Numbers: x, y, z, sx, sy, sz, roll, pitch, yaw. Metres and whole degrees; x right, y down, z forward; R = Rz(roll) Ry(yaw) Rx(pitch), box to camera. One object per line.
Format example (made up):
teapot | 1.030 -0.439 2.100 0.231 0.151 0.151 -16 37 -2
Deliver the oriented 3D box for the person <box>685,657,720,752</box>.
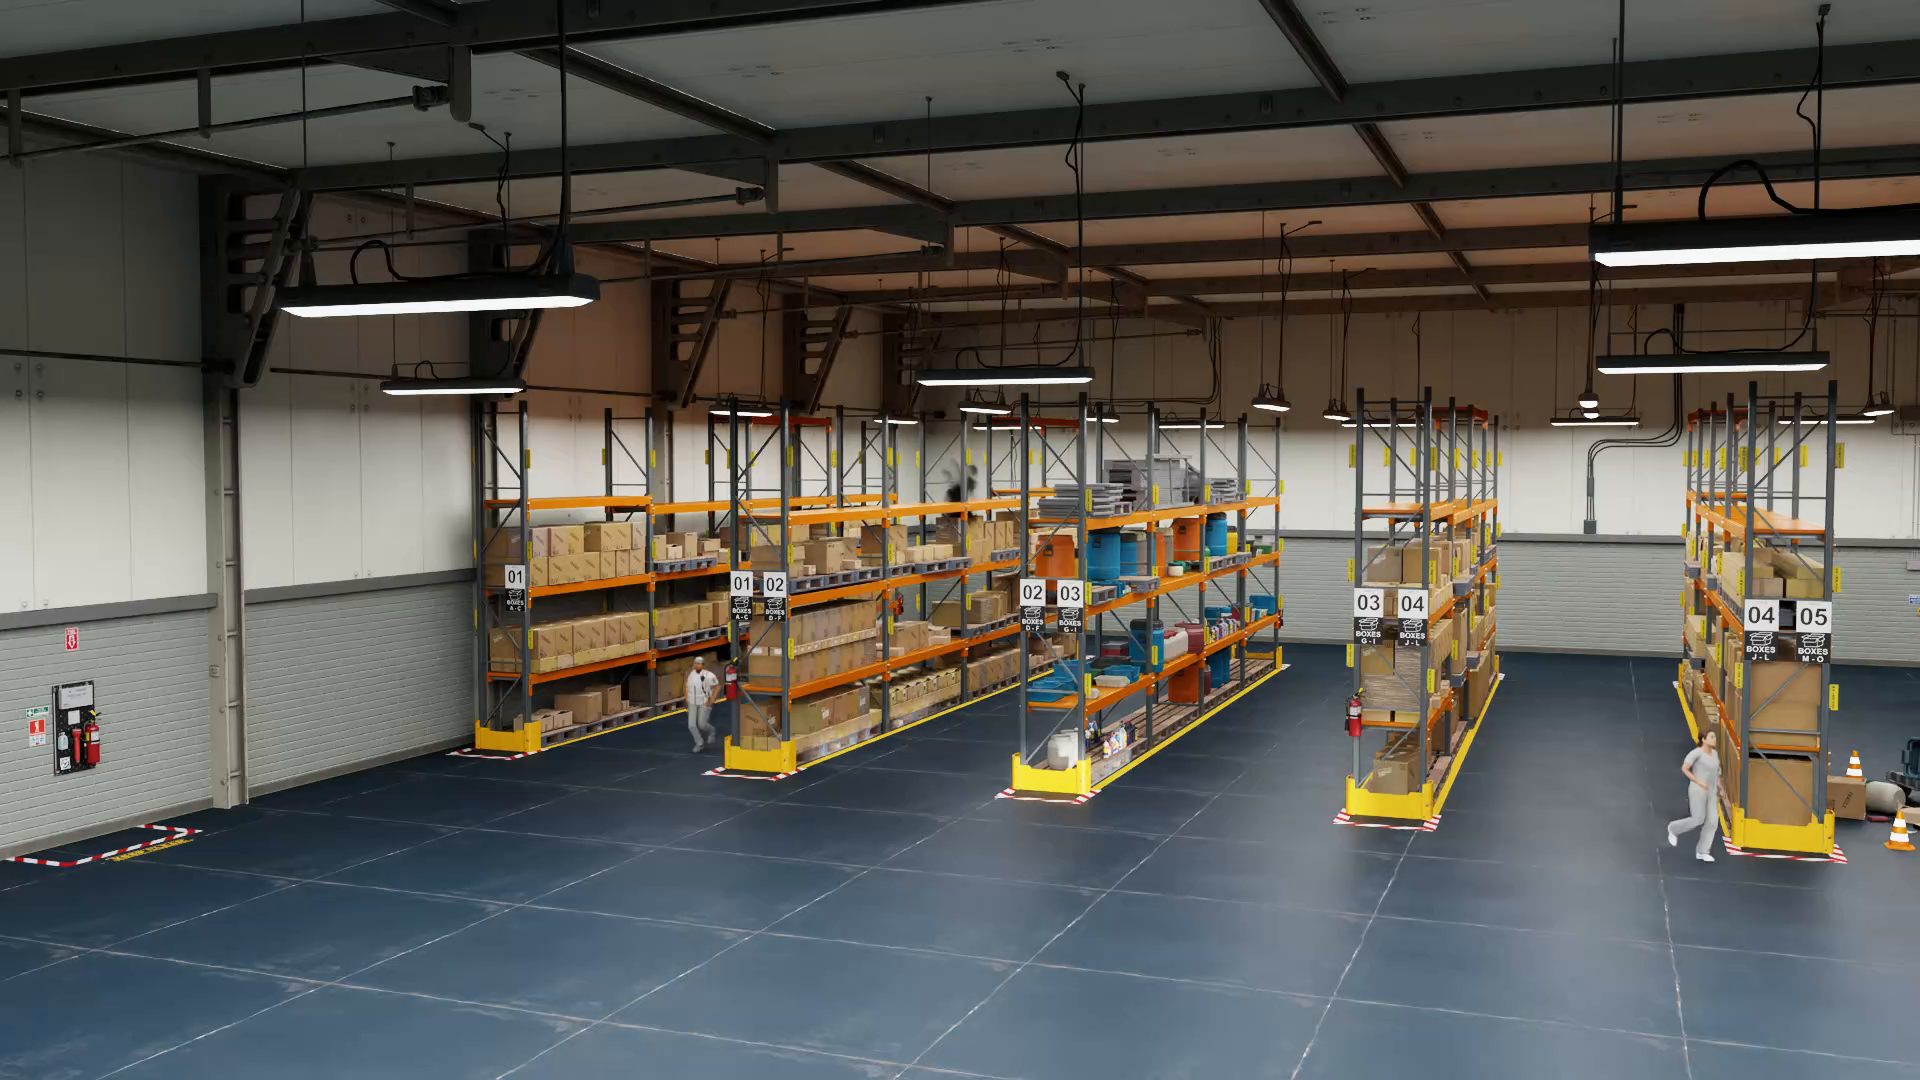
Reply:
person | -4.438 2.819 28.554 0.635 1.624 0.579 1 3 18

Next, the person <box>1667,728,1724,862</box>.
person | 9.351 3.176 20.940 0.612 1.629 0.766 -1 3 -19
